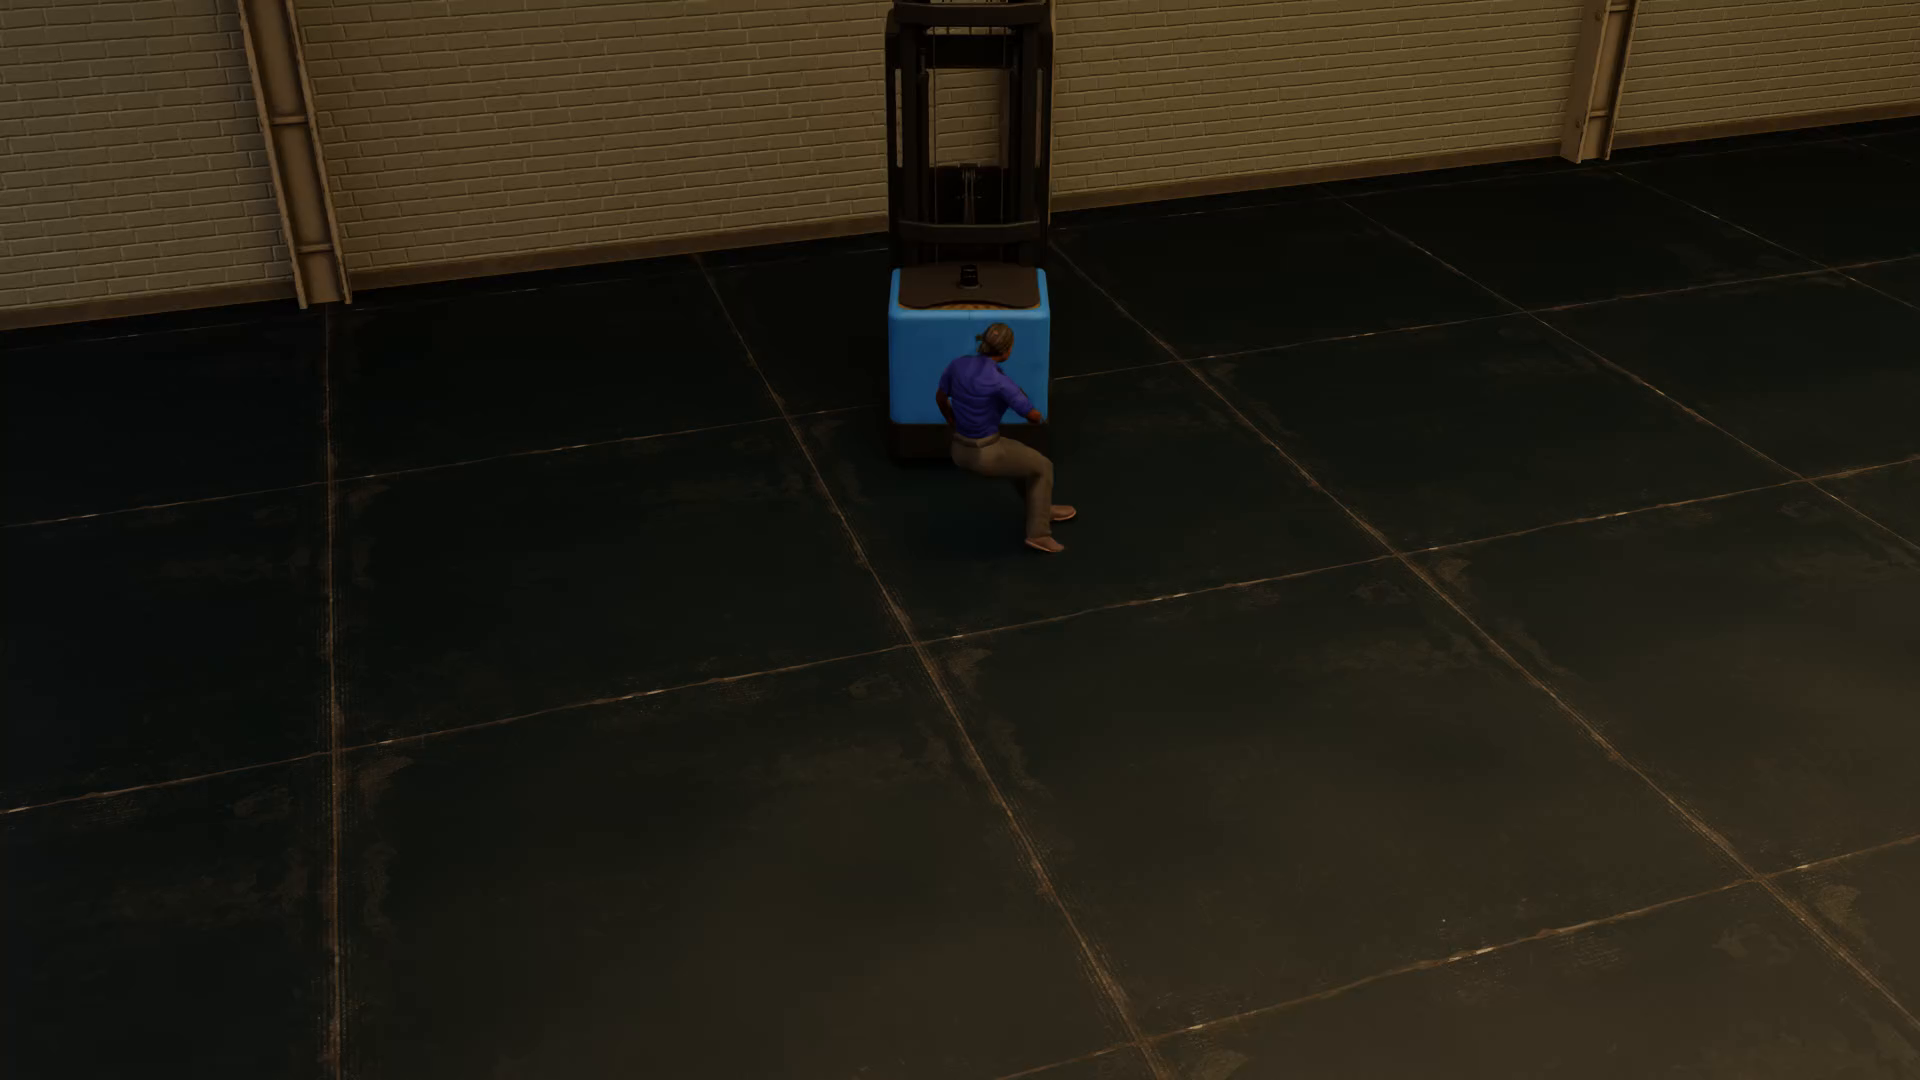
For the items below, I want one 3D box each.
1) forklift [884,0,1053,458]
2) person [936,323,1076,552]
[{"bbox_3d":[0.058,-2.497,11.428,1.130,2.935,3.031,0,30,0],"label":"forklift"},{"bbox_3d":[0.330,-0.627,9.791,0.826,1.457,0.727,-25,38,-37],"label":"person"}]
